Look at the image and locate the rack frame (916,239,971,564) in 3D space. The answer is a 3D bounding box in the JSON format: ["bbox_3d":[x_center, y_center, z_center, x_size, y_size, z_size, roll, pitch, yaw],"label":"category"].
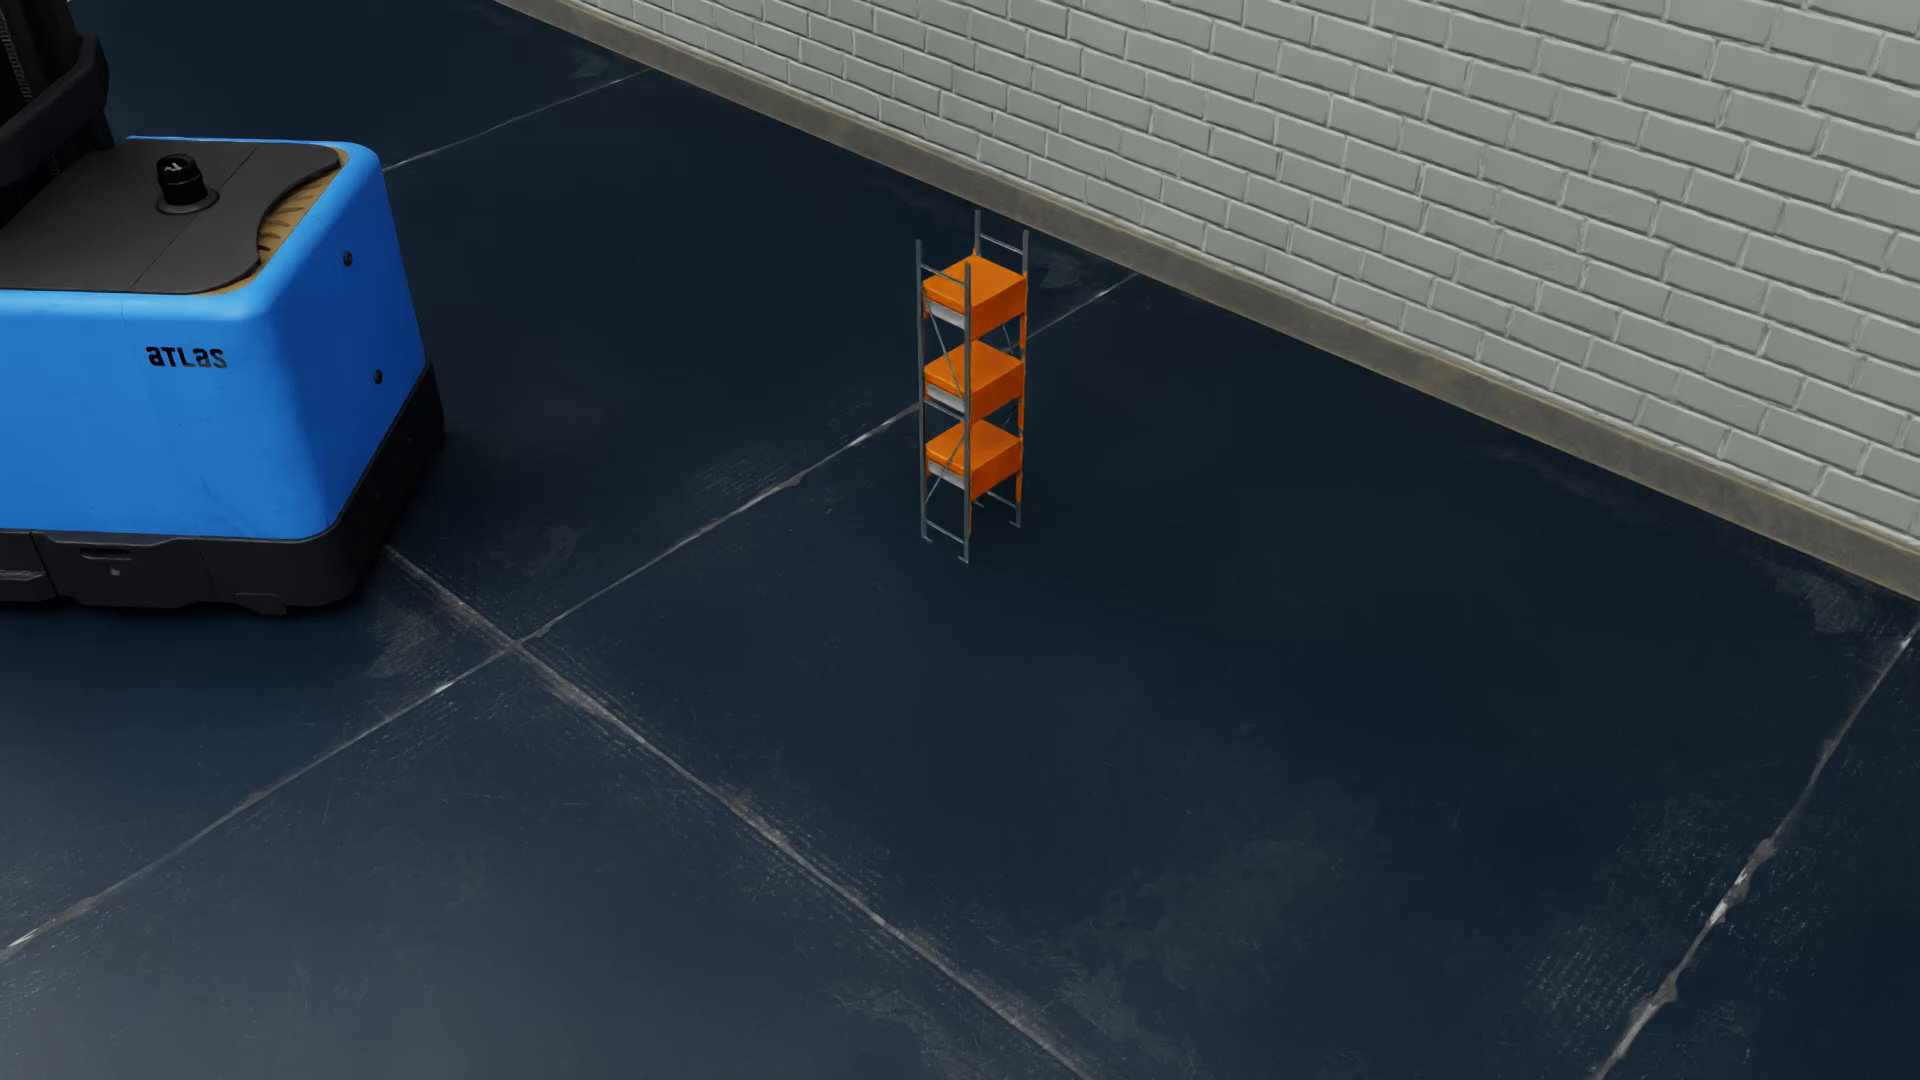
[{"bbox_3d":[-0.046,-0.379,4.884,0.200,1.050,0.008,30,47,32],"label":"rack frame"}]

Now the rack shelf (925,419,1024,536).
[{"bbox_3d":[0.036,-0.210,5.134,0.215,0.259,0.240,30,47,32],"label":"rack shelf"}]

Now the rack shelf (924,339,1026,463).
[{"bbox_3d":[0.036,-0.427,4.961,0.215,0.259,0.240,30,47,32],"label":"rack shelf"}]

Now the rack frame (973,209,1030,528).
[{"bbox_3d":[0.118,-0.492,5.025,0.200,1.050,0.008,30,47,32],"label":"rack frame"}]

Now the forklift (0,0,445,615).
[{"bbox_3d":[-3.283,-1.277,4.501,3.031,2.935,1.130,2,39,3],"label":"forklift"}]

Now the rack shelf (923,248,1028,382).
[{"bbox_3d":[0.036,-0.649,4.784,0.215,0.259,0.240,30,47,32],"label":"rack shelf"}]

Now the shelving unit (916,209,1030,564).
[{"bbox_3d":[0.036,-0.436,4.954,0.215,1.050,0.252,30,47,32],"label":"shelving unit"}]
